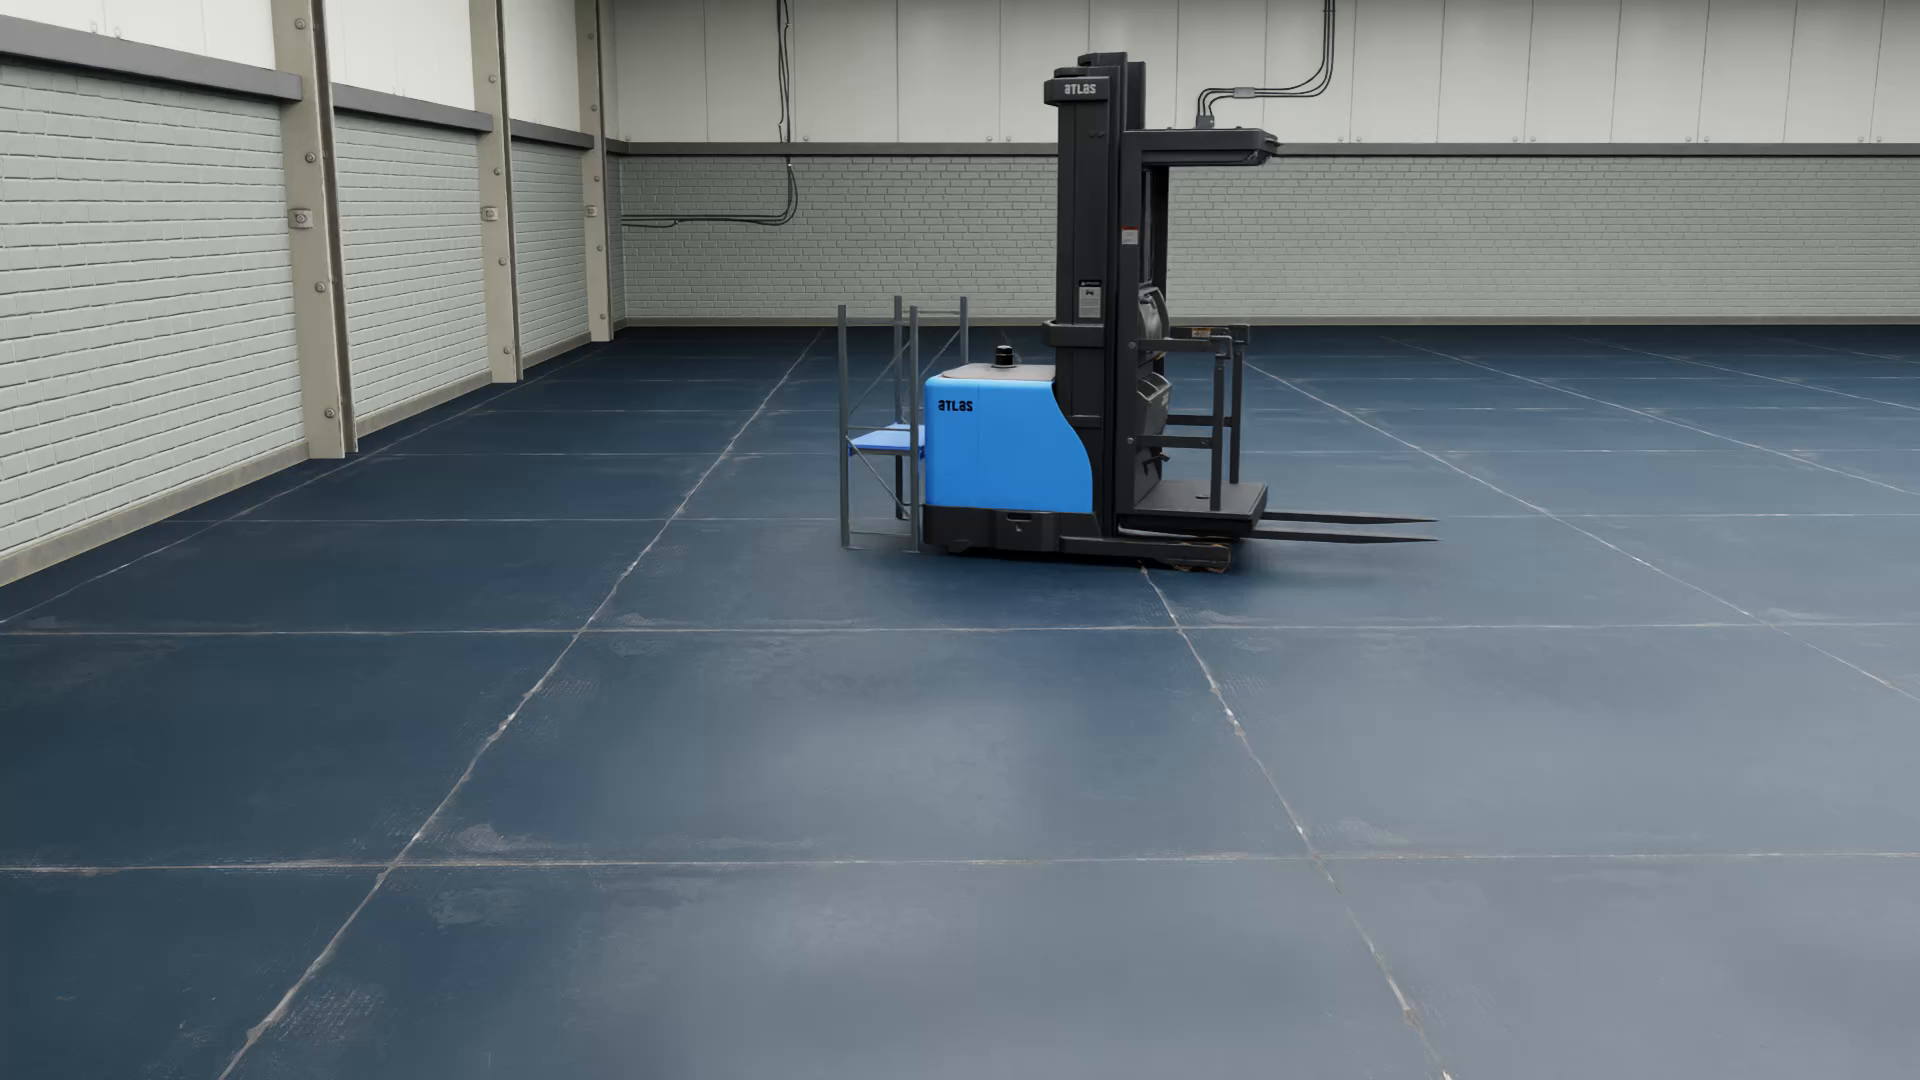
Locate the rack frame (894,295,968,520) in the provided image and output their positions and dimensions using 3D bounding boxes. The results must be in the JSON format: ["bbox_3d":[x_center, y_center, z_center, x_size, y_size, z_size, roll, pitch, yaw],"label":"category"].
[{"bbox_3d":[-0.191,-0.863,11.040,0.500,1.500,0.032,4,12,17],"label":"rack frame"}]

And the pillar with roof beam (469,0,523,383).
[{"bbox_3d":[-1.152,-6.344,19.196,9.100,9.000,0.400,0,11,-1],"label":"pillar with roof beam"}]

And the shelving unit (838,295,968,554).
[{"bbox_3d":[-0.342,-0.766,10.564,0.538,1.500,1.048,4,12,17],"label":"shelving unit"}]

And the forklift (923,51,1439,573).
[{"bbox_3d":[1.348,-1.363,9.906,3.031,2.935,1.130,3,12,15],"label":"forklift"}]

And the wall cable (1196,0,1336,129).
[{"bbox_3d":[5.173,-9.813,27.740,2.305,6.003,0.169,0,11,-1],"label":"wall cable"}]

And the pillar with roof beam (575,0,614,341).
[{"bbox_3d":[-1.276,-7.537,25.075,9.100,9.000,0.400,0,11,-1],"label":"pillar with roof beam"}]

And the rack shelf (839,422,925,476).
[{"bbox_3d":[-0.342,-0.590,10.600,0.538,0.185,1.000,4,12,17],"label":"rack shelf"}]

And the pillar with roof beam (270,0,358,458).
[{"bbox_3d":[-1.028,-5.151,13.317,9.100,9.000,0.400,0,11,-1],"label":"pillar with roof beam"}]

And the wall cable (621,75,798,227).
[{"bbox_3d":[-4.319,-6.588,28.210,3.097,2.526,0.112,0,11,-1],"label":"wall cable"}]

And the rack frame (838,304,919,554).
[{"bbox_3d":[-0.493,-0.670,10.088,0.500,1.500,0.032,4,12,17],"label":"rack frame"}]

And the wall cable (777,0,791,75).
[{"bbox_3d":[-1.614,-9.074,27.763,3.097,2.526,0.112,0,11,-1],"label":"wall cable"}]
